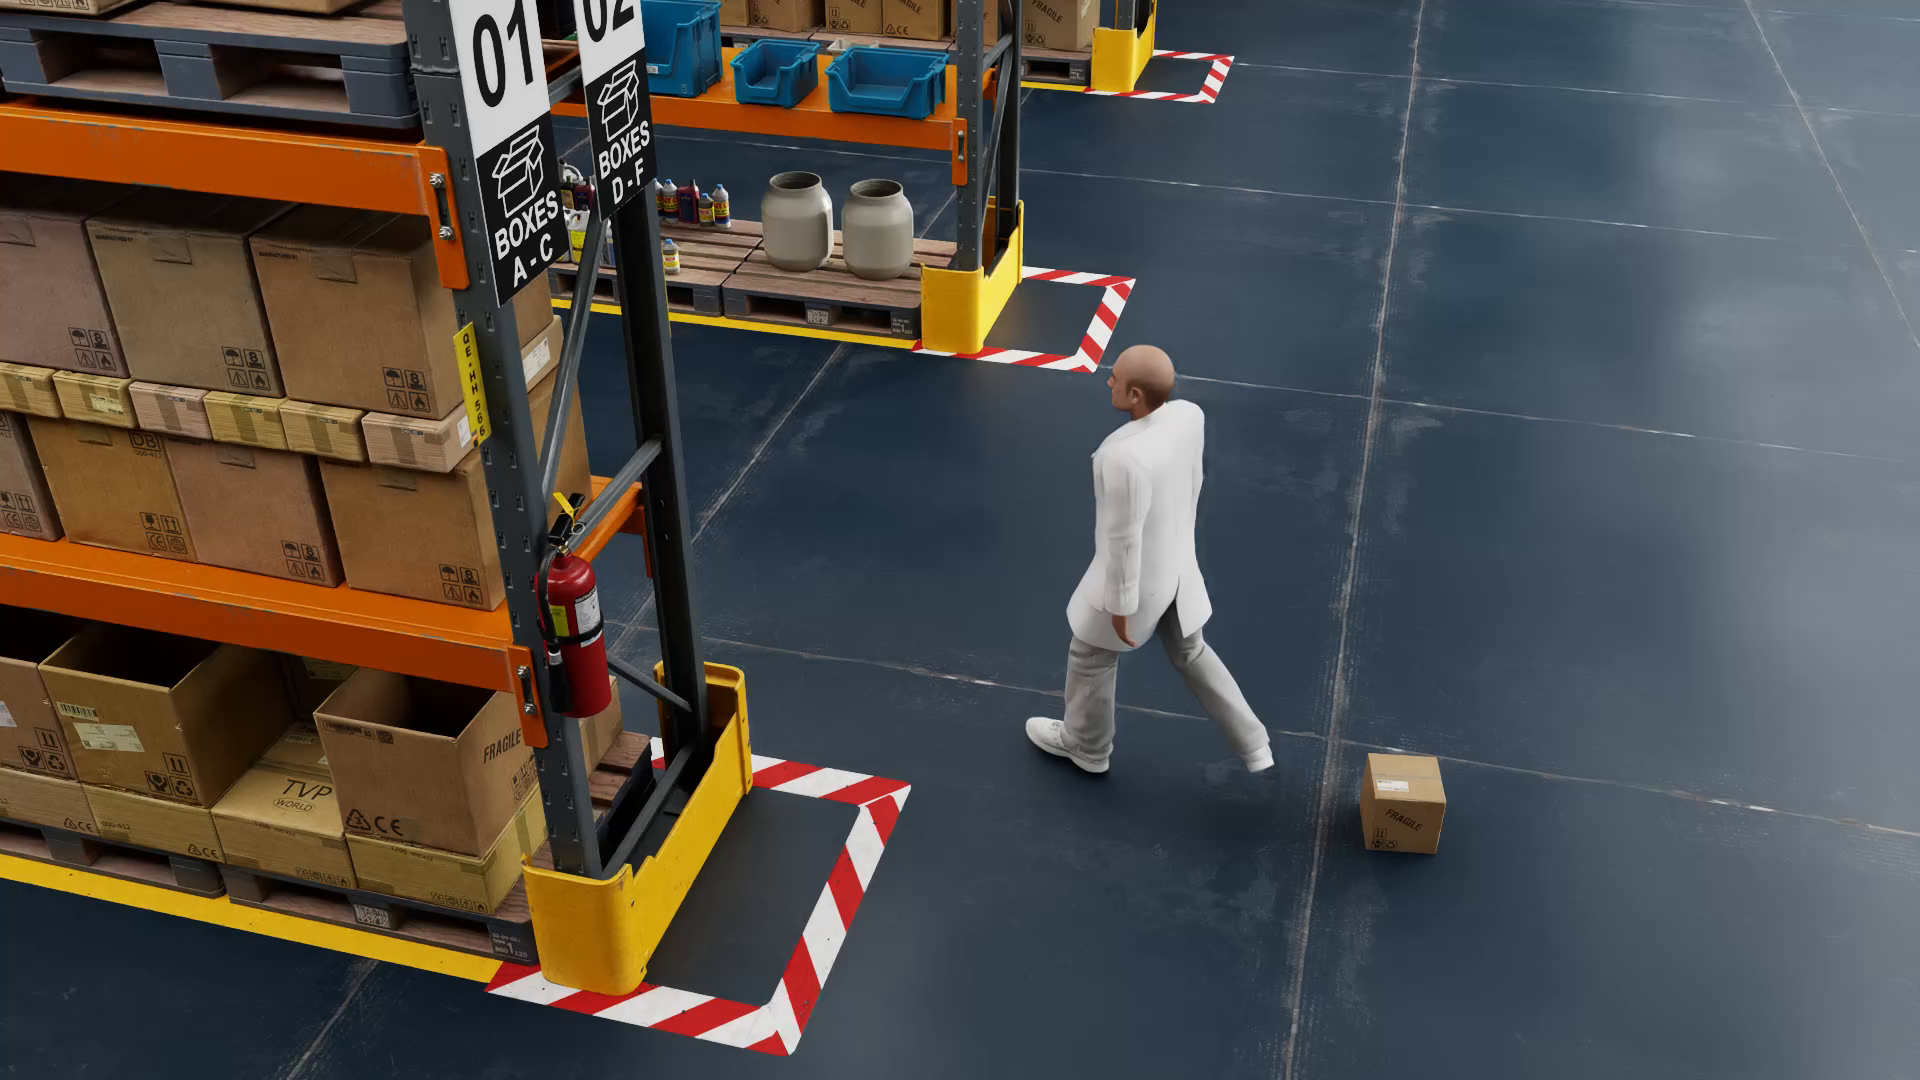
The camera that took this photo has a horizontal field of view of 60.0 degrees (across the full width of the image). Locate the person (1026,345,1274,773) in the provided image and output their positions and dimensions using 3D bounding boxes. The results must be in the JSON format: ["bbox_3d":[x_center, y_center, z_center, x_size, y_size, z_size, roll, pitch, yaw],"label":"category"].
[{"bbox_3d":[0.728,0.130,5.926,0.955,1.762,0.619,26,40,34],"label":"person"}]
